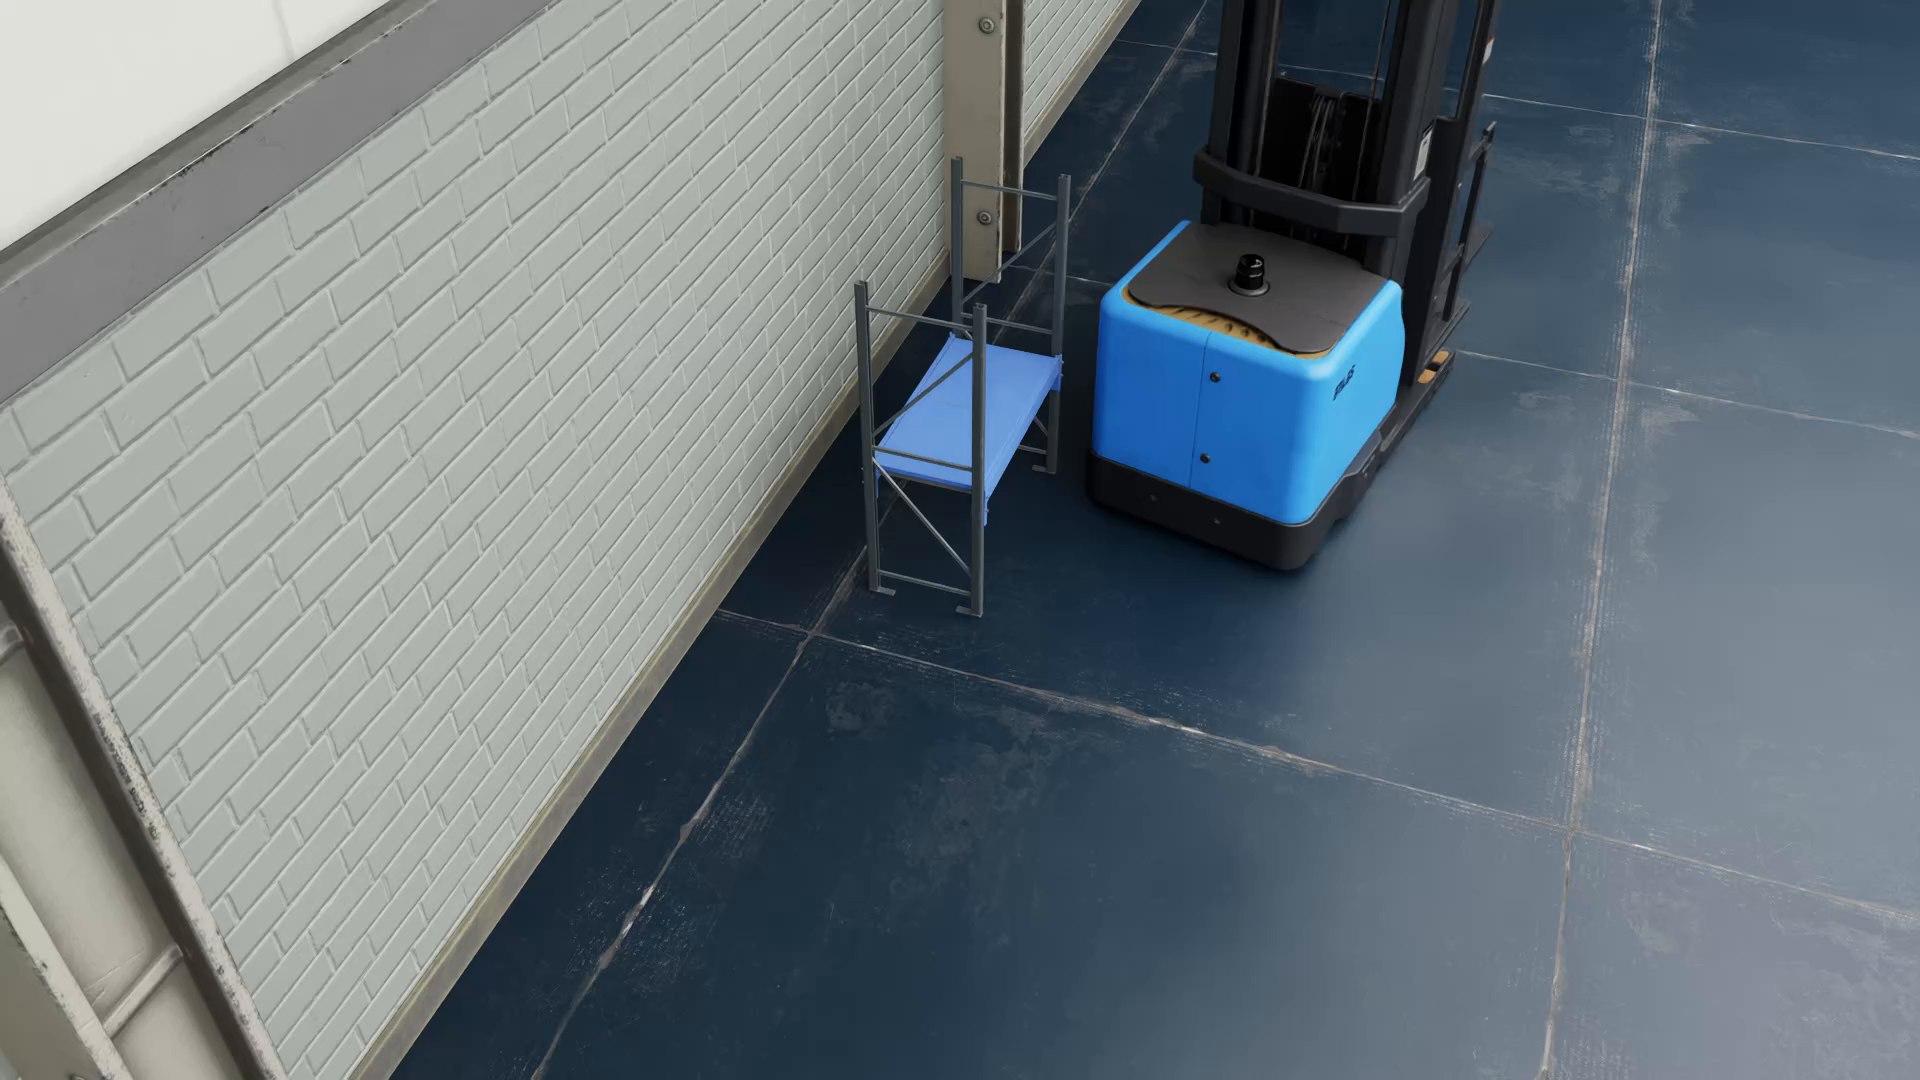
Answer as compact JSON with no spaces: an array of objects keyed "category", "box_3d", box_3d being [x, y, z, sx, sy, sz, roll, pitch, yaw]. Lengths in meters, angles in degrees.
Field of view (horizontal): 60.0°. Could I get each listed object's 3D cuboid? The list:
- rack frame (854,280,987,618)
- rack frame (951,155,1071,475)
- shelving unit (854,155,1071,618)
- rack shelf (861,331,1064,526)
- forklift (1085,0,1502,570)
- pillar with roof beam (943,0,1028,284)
[{"category":"rack frame","box_3d":[-0.145,-0.313,6.461,0.500,1.500,0.032,13,42,15]},{"category":"rack frame","box_3d":[0.203,-0.933,7.188,0.500,1.500,0.032,13,42,15]},{"category":"shelving unit","box_3d":[0.029,-0.623,6.824,0.538,1.500,1.048,13,42,15]},{"category":"rack shelf","box_3d":[0.029,-0.486,6.941,0.538,0.185,1.000,13,42,15]},{"category":"forklift","box_3d":[1.765,-1.922,7.244,1.130,2.935,3.031,22,45,24]},{"category":"pillar with roof beam","box_3d":[4.170,-3.986,4.989,9.100,9.000,0.400,13,42,15]}]
